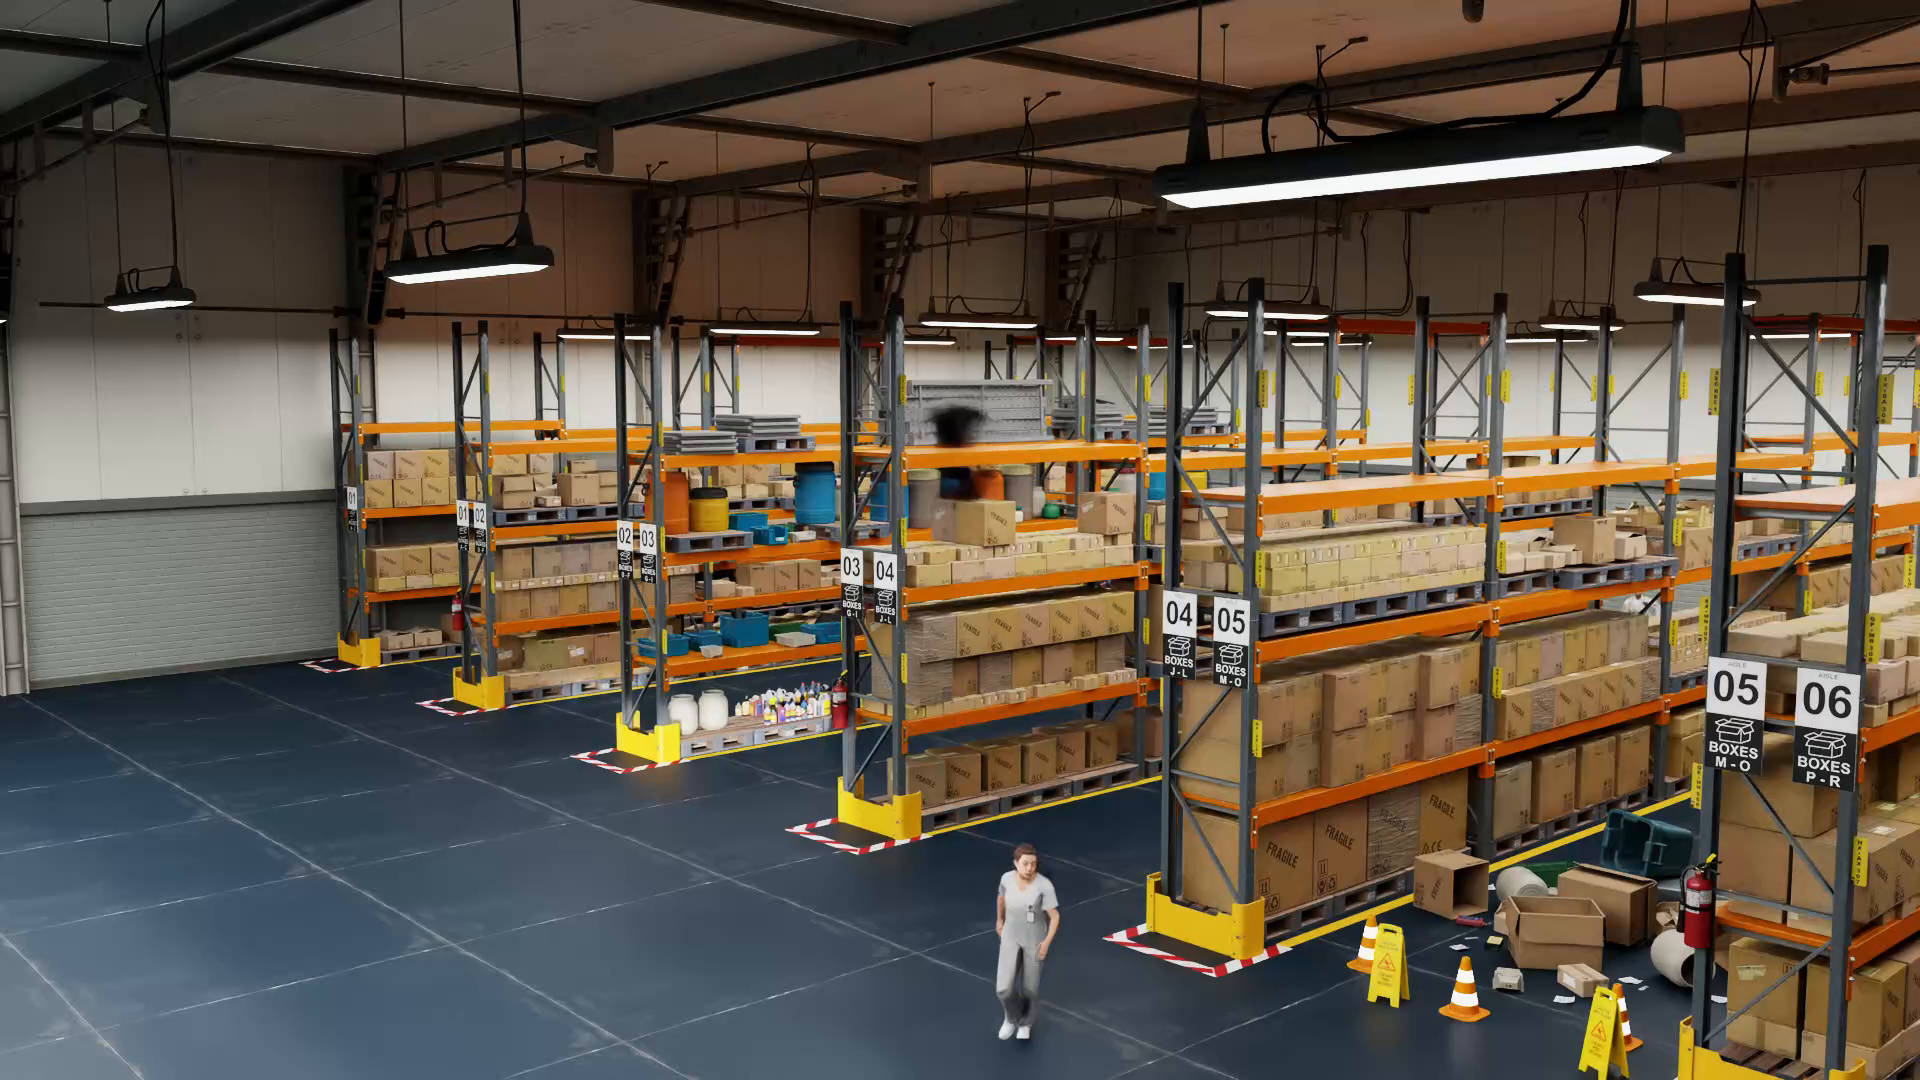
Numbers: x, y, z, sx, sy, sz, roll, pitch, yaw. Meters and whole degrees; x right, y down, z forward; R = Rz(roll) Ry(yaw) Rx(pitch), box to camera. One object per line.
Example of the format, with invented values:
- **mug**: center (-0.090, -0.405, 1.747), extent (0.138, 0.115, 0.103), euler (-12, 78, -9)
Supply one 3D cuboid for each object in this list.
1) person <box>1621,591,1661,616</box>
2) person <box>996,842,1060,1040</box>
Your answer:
- **person**: center (11.494, 1.549, 28.153), extent (0.578, 1.738, 0.812), euler (5, 8, 44)
- **person**: center (0.501, 3.092, 12.713), extent (0.551, 1.614, 0.750), euler (1, 6, 11)
